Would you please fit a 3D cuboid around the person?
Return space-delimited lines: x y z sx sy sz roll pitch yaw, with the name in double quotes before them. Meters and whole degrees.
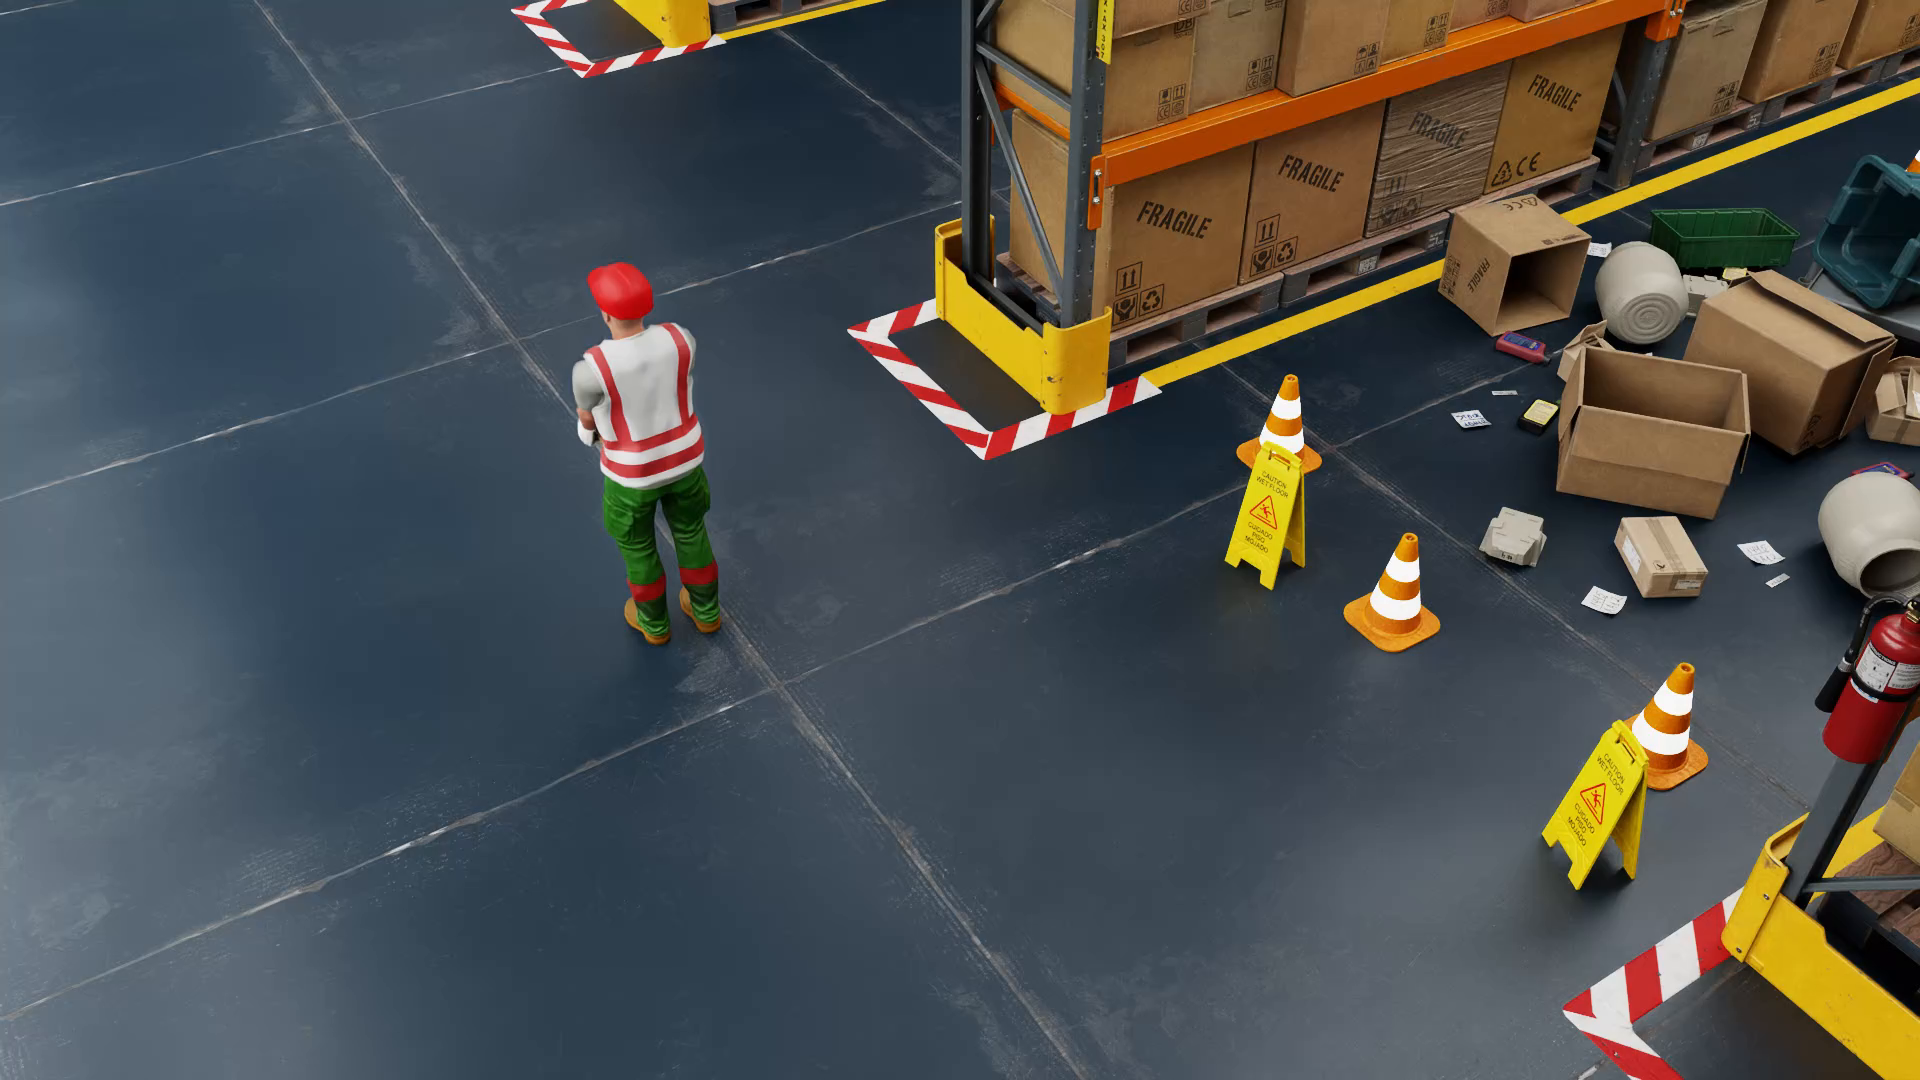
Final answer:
"person" -1.264 -0.352 6.552 0.495 1.787 0.553 -23 45 -25
